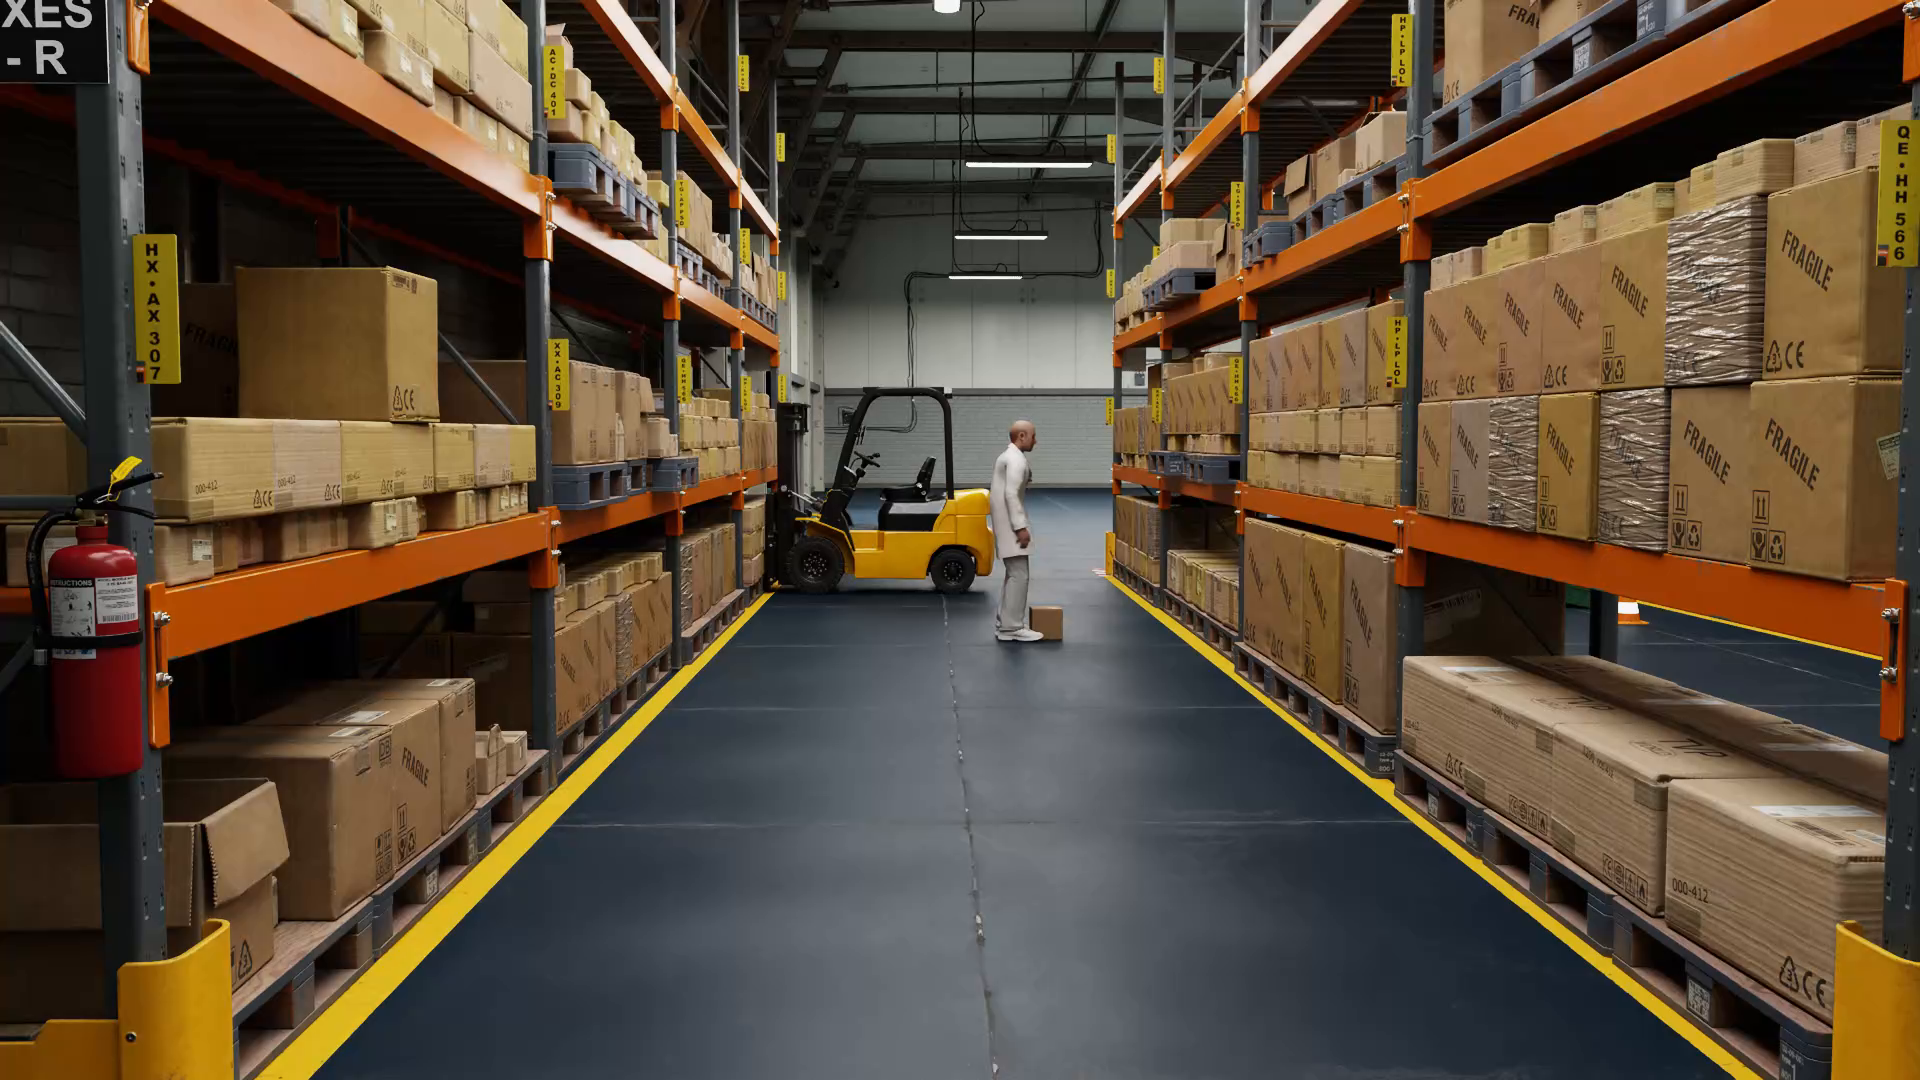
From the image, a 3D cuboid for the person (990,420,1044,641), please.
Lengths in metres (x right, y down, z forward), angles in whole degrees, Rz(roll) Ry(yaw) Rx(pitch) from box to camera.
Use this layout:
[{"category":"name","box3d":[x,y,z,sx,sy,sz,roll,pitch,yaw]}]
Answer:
[{"category":"person","box3d":[0.453,-0.085,13.534,0.416,1.774,0.651,0,4,-2]}]
